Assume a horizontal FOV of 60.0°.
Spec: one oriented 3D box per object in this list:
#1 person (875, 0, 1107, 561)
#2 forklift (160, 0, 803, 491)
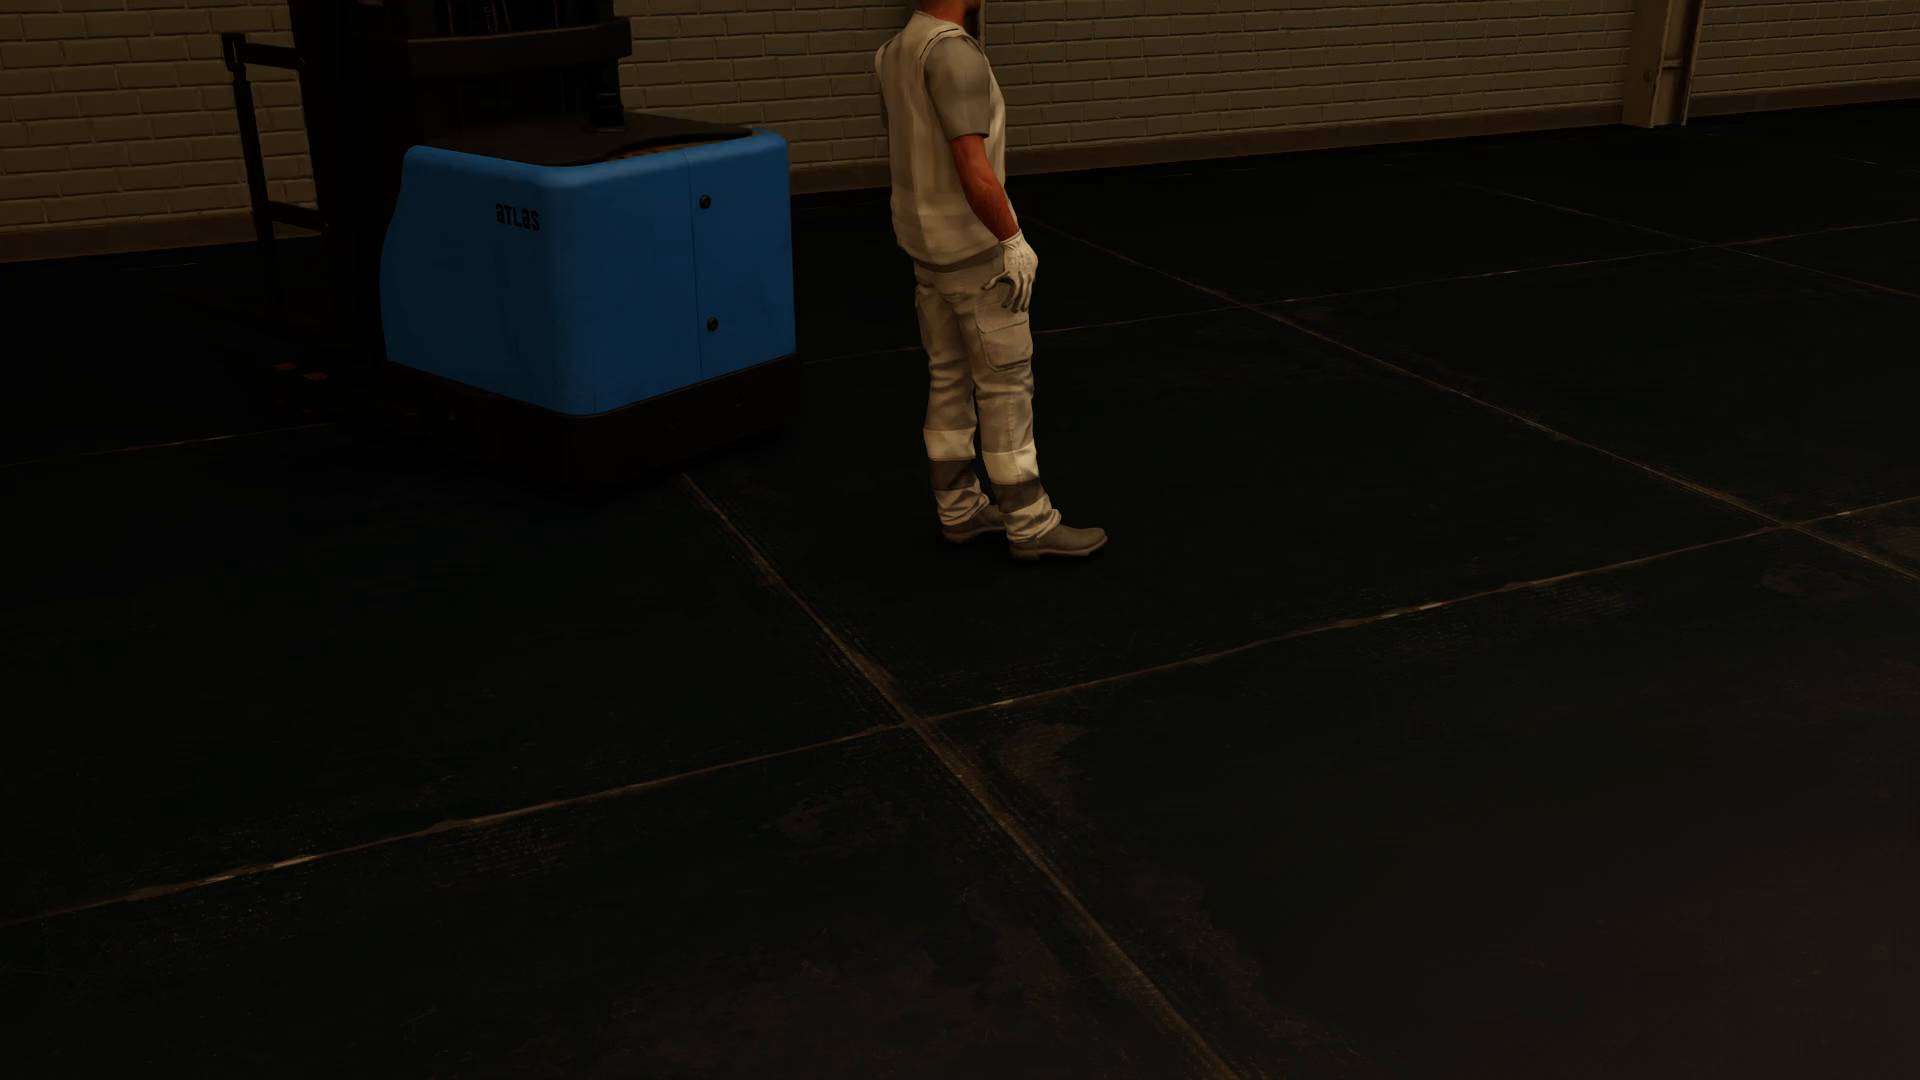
[{"bbox_3d":[0.078,-0.842,4.784,0.561,1.790,0.638,-10,25,-23],"label":"person"},{"bbox_3d":[-2.033,-1.956,5.995,3.031,2.935,1.130,17,28,35],"label":"forklift"}]
